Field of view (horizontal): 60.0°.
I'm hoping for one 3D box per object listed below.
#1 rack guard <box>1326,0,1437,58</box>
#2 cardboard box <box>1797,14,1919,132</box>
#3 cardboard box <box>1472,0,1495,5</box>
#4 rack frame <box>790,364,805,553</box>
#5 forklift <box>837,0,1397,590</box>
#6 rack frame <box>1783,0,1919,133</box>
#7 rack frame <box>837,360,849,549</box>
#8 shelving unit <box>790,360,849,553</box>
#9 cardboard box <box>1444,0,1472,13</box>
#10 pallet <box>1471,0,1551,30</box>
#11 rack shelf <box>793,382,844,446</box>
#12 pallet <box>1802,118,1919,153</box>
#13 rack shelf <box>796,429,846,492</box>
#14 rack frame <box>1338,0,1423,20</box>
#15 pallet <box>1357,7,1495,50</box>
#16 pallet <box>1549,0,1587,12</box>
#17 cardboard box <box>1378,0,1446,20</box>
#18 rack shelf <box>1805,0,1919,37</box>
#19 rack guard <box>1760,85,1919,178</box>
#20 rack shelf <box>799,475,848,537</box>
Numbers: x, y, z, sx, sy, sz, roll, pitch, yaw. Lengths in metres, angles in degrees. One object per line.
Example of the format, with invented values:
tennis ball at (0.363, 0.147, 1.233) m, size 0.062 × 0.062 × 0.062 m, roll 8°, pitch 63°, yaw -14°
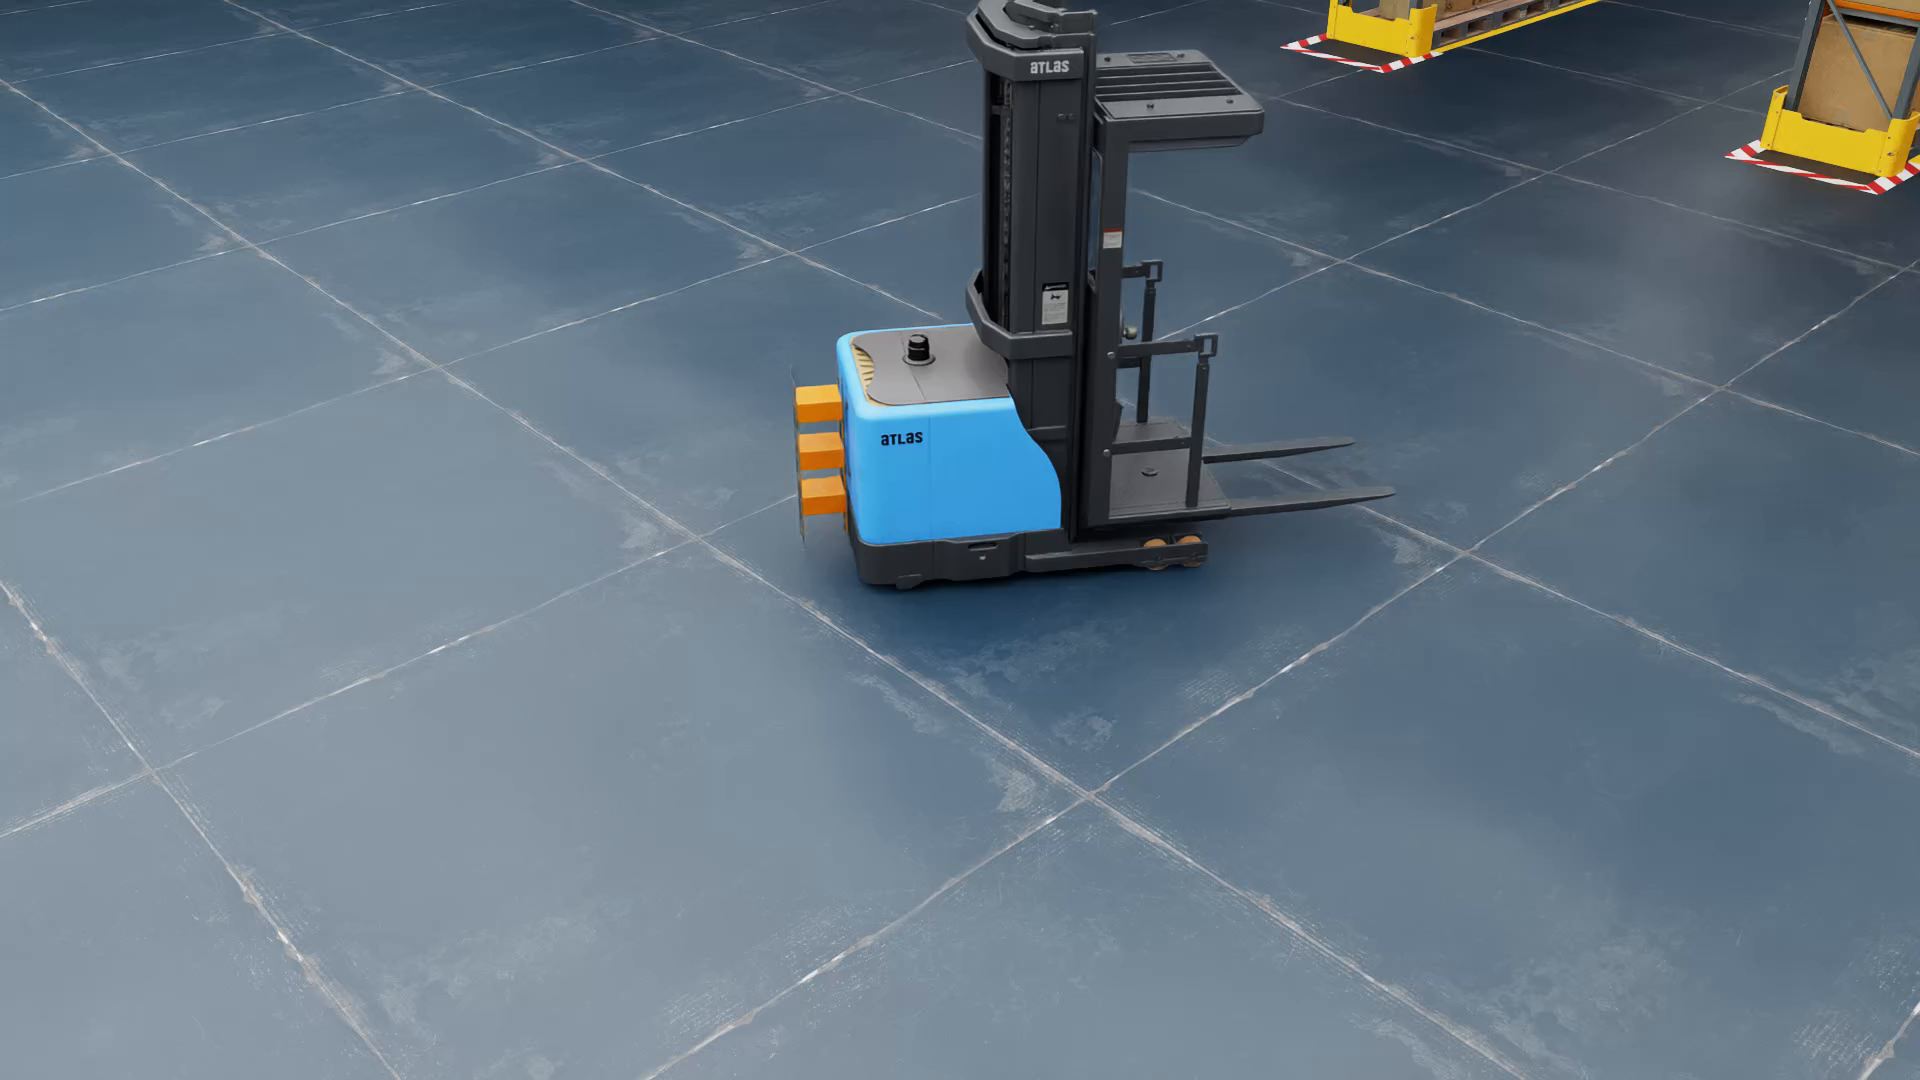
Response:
rack guard at (4.528, -5.586, 17.906) m, size 0.348 × 0.500 × 1.175 m, roll -26°, pitch 40°, yaw -35°
cardboard box at (8.223, -4.231, 14.928) m, size 0.875 × 0.875 × 0.875 m, roll -26°, pitch 40°, yaw -35°
cardboard box at (5.829, -6.393, 18.824) m, size 0.500 × 0.500 × 0.500 m, roll -22°, pitch 38°, yaw -31°
rack frame at (-0.871, -0.427, 8.942) m, size 0.008 × 1.050 × 0.200 m, roll -5°, pitch 32°, yaw -9°
forklift at (0.885, -1.353, 8.653) m, size 3.031 × 2.935 × 1.130 m, roll -5°, pitch 32°, yaw -9°
rack frame at (7.771, -4.692, 14.048) m, size 0.127 × 3.000 × 1.000 m, roll -26°, pitch 40°, yaw -35°
rack frame at (-0.631, -0.450, 8.979) m, size 0.008 × 1.050 × 0.200 m, roll -5°, pitch 32°, yaw -9°
shelving unit at (-0.751, -0.439, 8.961) m, size 0.252 × 1.050 × 0.215 m, roll -5°, pitch 32°, yaw -9°
cardboard box at (5.357, -6.179, 18.472) m, size 0.500 × 0.500 × 0.500 m, roll -15°, pitch 35°, yaw -23°
pallet at (6.042, -6.168, 19.135) m, size 1.213 × 0.211 × 1.003 m, roll -26°, pitch 40°, yaw -35°
rack shelf at (-0.751, -0.672, 8.818) m, size 0.240 × 0.259 × 0.215 m, roll -5°, pitch 32°, yaw -9°
pallet at (8.304, -3.816, 15.289) m, size 1.213 × 0.211 × 1.003 m, roll -26°, pitch 40°, yaw -35°
rack shelf at (-0.751, -0.430, 8.966) m, size 0.240 × 0.259 × 0.215 m, roll -5°, pitch 32°, yaw -9°
rack frame at (4.472, -6.626, 17.210) m, size 0.127 × 3.000 × 1.000 m, roll -26°, pitch 40°, yaw -35°
pallet at (5.148, -5.737, 18.431) m, size 1.213 × 0.211 × 1.003 m, roll -26°, pitch 40°, yaw -35°
pallet at (6.937, -6.603, 19.846) m, size 1.213 × 0.211 × 1.003 m, roll -26°, pitch 40°, yaw -35°
cardboard box at (4.942, -5.953, 18.104) m, size 0.500 × 0.500 × 0.500 m, roll -18°, pitch 36°, yaw -27°
rack shelf at (9.237, -5.095, 15.396) m, size 4.000 × 0.370 × 1.077 m, roll -26°, pitch 40°, yaw -35°
rack guard at (7.753, -3.617, 14.686) m, size 0.348 × 0.500 × 1.175 m, roll -26°, pitch 40°, yaw -35°
rack shelf at (-0.751, -0.192, 9.111) m, size 0.240 × 0.259 × 0.215 m, roll -5°, pitch 32°, yaw -9°
